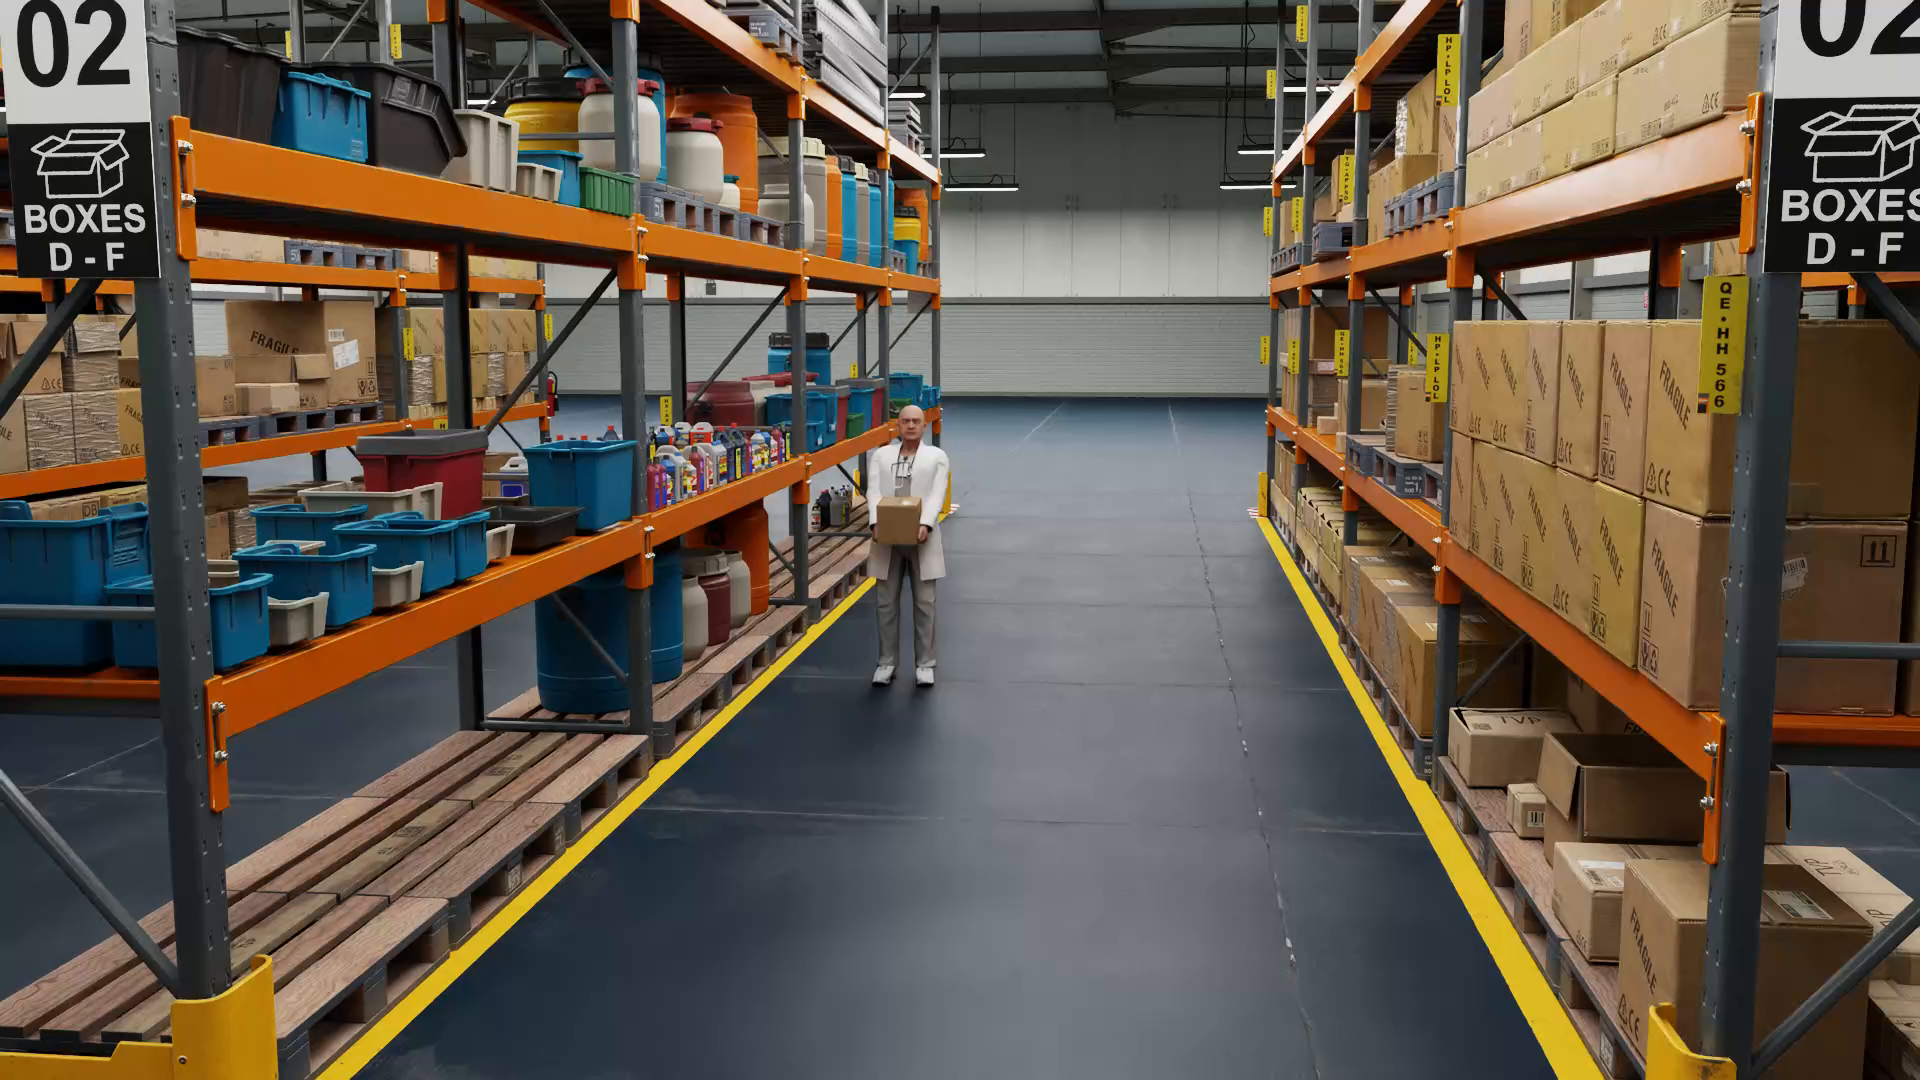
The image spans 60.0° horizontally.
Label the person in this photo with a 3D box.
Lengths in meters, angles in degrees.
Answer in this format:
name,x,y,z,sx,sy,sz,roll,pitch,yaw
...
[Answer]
name,x,y,z,sx,sy,sz,roll,pitch,yaw
person,-0.345,0.040,10.558,0.531,1.769,0.554,1,7,6
